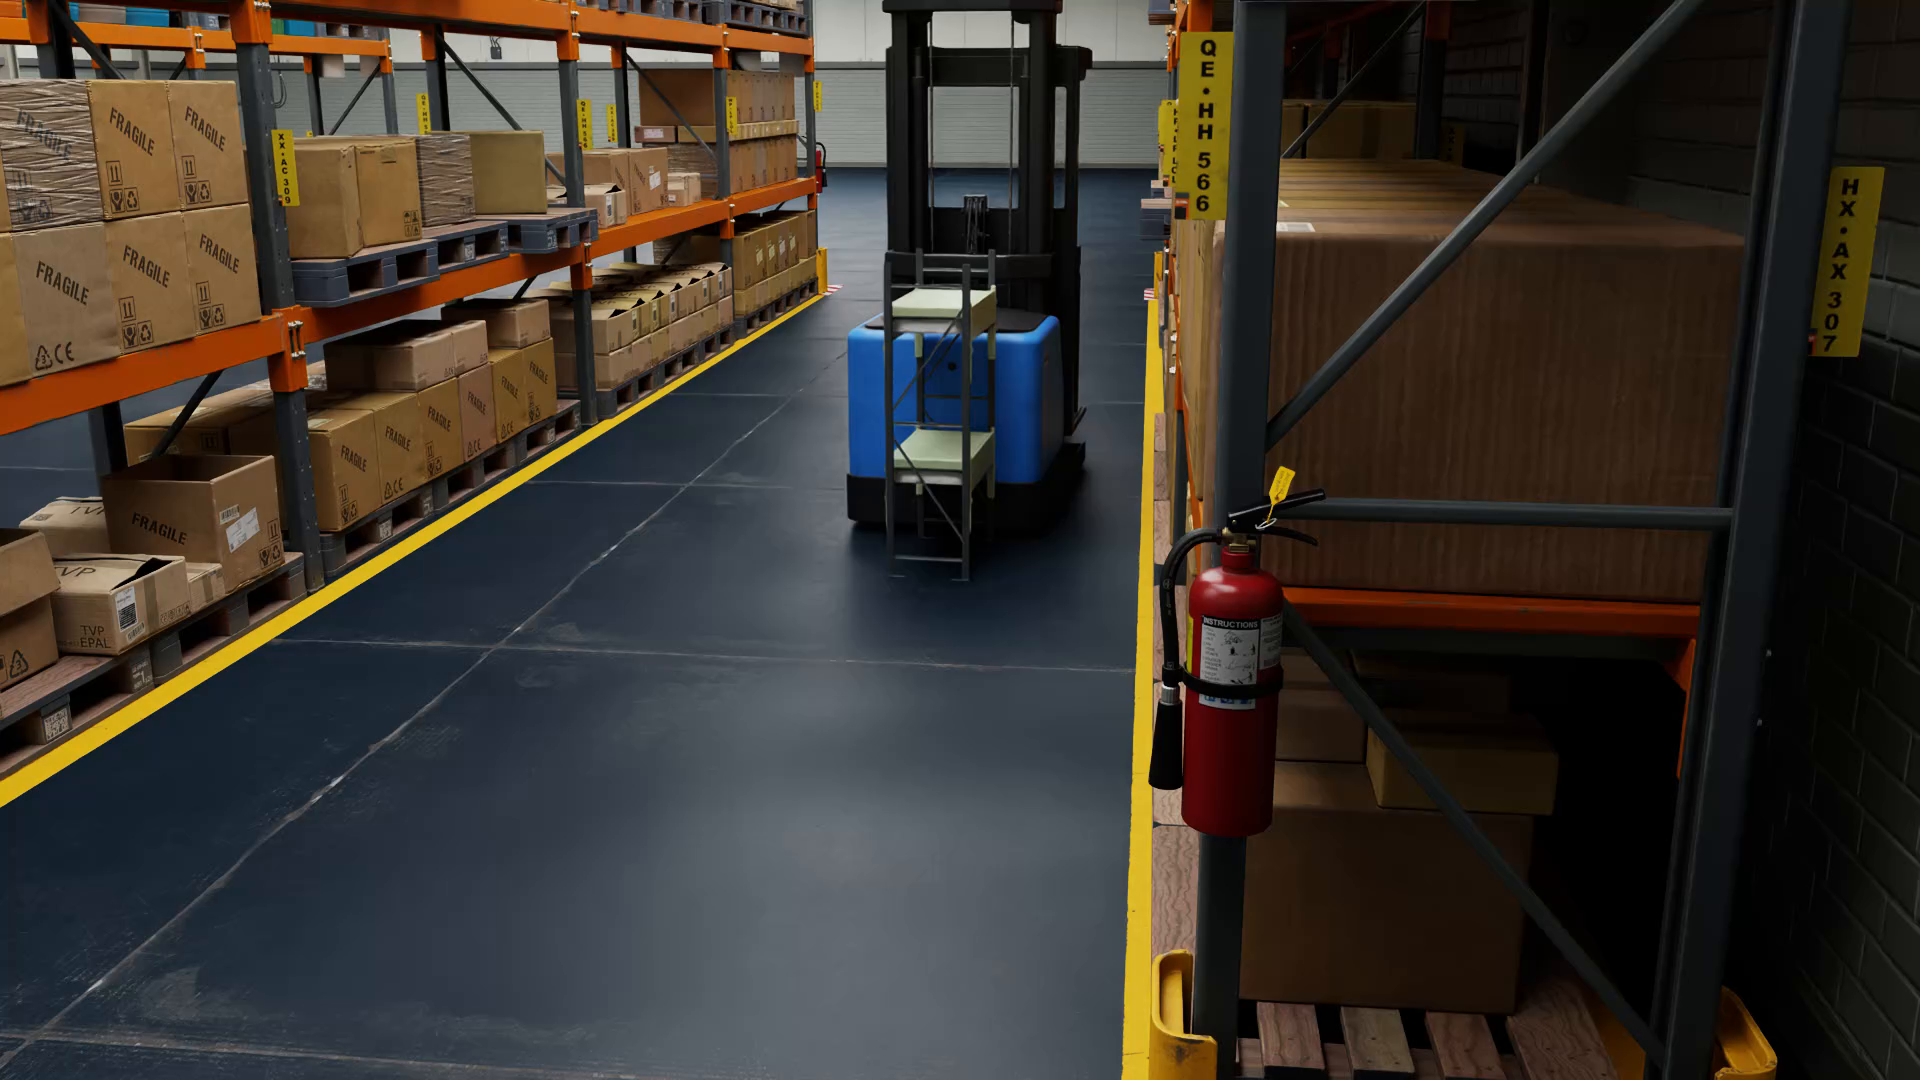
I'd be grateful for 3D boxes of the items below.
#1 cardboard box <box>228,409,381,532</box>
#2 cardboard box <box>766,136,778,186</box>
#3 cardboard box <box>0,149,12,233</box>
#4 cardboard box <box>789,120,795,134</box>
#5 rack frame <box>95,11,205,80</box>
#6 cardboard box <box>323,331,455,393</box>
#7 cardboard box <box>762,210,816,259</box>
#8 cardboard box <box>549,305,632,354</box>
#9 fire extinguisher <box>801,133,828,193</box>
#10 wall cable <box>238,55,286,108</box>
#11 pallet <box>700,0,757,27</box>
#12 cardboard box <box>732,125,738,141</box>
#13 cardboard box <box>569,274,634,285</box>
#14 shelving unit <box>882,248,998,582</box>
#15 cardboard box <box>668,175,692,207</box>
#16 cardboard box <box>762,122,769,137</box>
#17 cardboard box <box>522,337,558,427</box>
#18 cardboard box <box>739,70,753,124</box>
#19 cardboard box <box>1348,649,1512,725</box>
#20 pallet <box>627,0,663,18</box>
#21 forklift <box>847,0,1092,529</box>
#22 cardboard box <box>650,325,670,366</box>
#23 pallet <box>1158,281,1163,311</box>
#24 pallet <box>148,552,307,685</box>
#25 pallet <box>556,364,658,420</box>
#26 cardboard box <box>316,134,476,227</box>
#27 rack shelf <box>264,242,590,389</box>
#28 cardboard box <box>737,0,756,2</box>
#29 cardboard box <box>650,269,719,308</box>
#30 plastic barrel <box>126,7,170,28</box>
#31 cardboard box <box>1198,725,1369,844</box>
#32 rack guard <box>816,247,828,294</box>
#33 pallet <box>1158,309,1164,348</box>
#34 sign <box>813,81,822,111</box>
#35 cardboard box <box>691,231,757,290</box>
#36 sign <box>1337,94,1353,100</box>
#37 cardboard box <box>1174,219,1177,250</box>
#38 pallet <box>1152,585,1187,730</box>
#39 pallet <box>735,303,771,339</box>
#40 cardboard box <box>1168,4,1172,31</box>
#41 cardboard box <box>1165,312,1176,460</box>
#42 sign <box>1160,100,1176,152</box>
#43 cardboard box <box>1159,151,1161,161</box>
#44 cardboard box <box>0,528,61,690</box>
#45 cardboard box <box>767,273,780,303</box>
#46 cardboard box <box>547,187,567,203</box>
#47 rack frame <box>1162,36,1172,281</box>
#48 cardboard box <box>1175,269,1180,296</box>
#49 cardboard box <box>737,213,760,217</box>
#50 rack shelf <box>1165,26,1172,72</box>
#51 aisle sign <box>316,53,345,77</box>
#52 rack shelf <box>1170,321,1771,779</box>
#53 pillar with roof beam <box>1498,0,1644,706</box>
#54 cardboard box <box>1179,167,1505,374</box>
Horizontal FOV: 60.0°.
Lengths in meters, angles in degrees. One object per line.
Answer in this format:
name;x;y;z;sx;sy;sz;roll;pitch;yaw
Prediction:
cardboard box;-3.199;-0.348;8.150;0.500;0.500;0.500;1;15;4
cardboard box;-2.323;-3.999;17.514;0.700;0.500;0.500;2;15;7
cardboard box;-3.466;-1.222;5.329;0.500;0.500;0.500;2;15;6
cardboard box;-2.024;-4.525;18.217;0.380;0.149;0.250;2;15;8
rack frame;-7.514;-3.446;15.660;1.000;3.000;0.127;2;15;6
cardboard box;-3.086;-0.970;9.011;0.500;0.250;0.500;2;15;6
cardboard box;-1.907;-3.426;18.613;0.500;0.500;0.500;2;15;6
cardboard box;-2.694;-1.535;11.982;0.500;0.311;0.500;2;15;8
fire extinguisher;-1.667;-4.316;19.026;0.296;0.674;0.183;2;15;6
wall cable;-22.706;-14.816;52.162;3.097;2.526;0.112;2;15;6
pallet;-2.523;-4.927;15.558;1.003;0.211;1.213;2;15;6
cardboard box;-2.315;-3.857;15.744;0.380;0.149;0.250;1;15;5
cardboard box;-3.006;-2.082;14.002;0.500;0.311;0.500;1;15;4
shelving unit;-0.087;-0.629;8.114;0.431;1.500;0.755;3;15;10
cardboard box;-2.510;-3.001;14.271;0.396;0.266;0.258;1;15;5
cardboard box;-2.169;-4.191;16.981;0.380;0.149;0.250;1;15;5
cardboard box;-2.917;-1.018;10.626;0.500;0.500;0.500;2;15;8
cardboard box;-2.436;-4.350;16.326;0.700;0.500;0.500;2;15;6
cardboard box;1.196;0.371;4.284;0.380;0.149;0.250;2;15;6
pallet;-2.934;-4.087;12.647;1.003;0.211;1.213;2;15;9
forklift;0.170;-1.812;9.749;1.130;2.935;3.031;3;15;10
cardboard box;-2.585;-1.530;13.036;0.500;0.250;0.500;1;15;5
pallet;2.645;-2.616;17.933;1.003;0.211;1.213;2;15;6
pallet;-3.574;0.300;7.149;1.003;0.211;1.213;2;15;6
pallet;-2.913;-1.128;12.430;1.003;0.211;1.213;2;15;6
cardboard box;-3.297;-2.115;9.740;0.700;0.500;0.500;5;16;17
rack shelf;-3.270;-1.396;9.456;1.077;0.370;4.000;2;15;6
cardboard box;-2.213;-5.237;15.636;0.500;0.311;0.500;1;15;3
cardboard box;-2.407;-2.197;14.428;0.500;0.311;0.500;2;15;8
plastic barrel;-7.356;-4.998;14.692;0.600;0.901;0.708;2;15;6
cardboard box;1.011;0.648;4.505;0.700;0.500;0.500;2;15;6
rack guard;-2.139;-3.136;19.303;1.175;0.500;0.348;2;15;6
pallet;2.370;-1.983;15.593;1.003;0.211;1.213;2;15;6
sign;-1.604;-4.990;18.699;0.100;0.325;0.005;2;15;6
cardboard box;-2.230;-2.648;15.734;0.500;0.500;0.500;2;15;6
sign;2.430;-2.660;10.536;0.100;0.325;0.005;2;15;6
cardboard box;1.392;-1.800;8.774;0.500;0.500;0.500;2;15;8
pallet;1.263;0.462;6.551;1.003;0.211;1.213;2;15;6
pallet;-2.462;-2.158;16.239;1.003;0.211;1.213;2;15;6
cardboard box;2.235;-5.074;15.704;0.500;0.500;0.500;1;15;4
cardboard box;1.559;-0.868;9.439;0.750;0.750;0.750;2;15;6
sign;1.338;-2.651;10.654;0.100;0.325;0.005;2;15;6
cardboard box;2.298;-4.114;16.944;0.500;0.500;0.500;1;15;4
cardboard box;-3.703;0.256;5.909;0.797;0.503;0.637;2;15;6
cardboard box;-2.117;-2.545;16.791;0.500;0.250;0.500;2;15;6
cardboard box;-2.960;-2.312;11.636;0.500;0.311;0.500;3;15;10
rack frame;2.781;-4.192;18.418;1.000;3.000;0.127;2;15;6
cardboard box;1.234;-1.266;8.041;0.380;0.149;0.250;2;15;6
cardboard box;-2.478;-3.312;18.190;0.500;0.500;0.500;2;15;6
rack shelf;2.555;-4.774;16.202;1.077;0.370;4.000;2;15;6
aisle sign;-7.346;-5.766;19.258;0.394;0.787;0.004;2;15;6
rack shelf;1.201;-0.213;5.083;1.077;0.370;4.000;2;15;6
pillar with roof beam;-2.070;-3.895;5.828;9.100;9.000;0.400;2;15;6
cardboard box;1.261;-0.895;5.650;0.980;0.700;0.700;1;15;5
